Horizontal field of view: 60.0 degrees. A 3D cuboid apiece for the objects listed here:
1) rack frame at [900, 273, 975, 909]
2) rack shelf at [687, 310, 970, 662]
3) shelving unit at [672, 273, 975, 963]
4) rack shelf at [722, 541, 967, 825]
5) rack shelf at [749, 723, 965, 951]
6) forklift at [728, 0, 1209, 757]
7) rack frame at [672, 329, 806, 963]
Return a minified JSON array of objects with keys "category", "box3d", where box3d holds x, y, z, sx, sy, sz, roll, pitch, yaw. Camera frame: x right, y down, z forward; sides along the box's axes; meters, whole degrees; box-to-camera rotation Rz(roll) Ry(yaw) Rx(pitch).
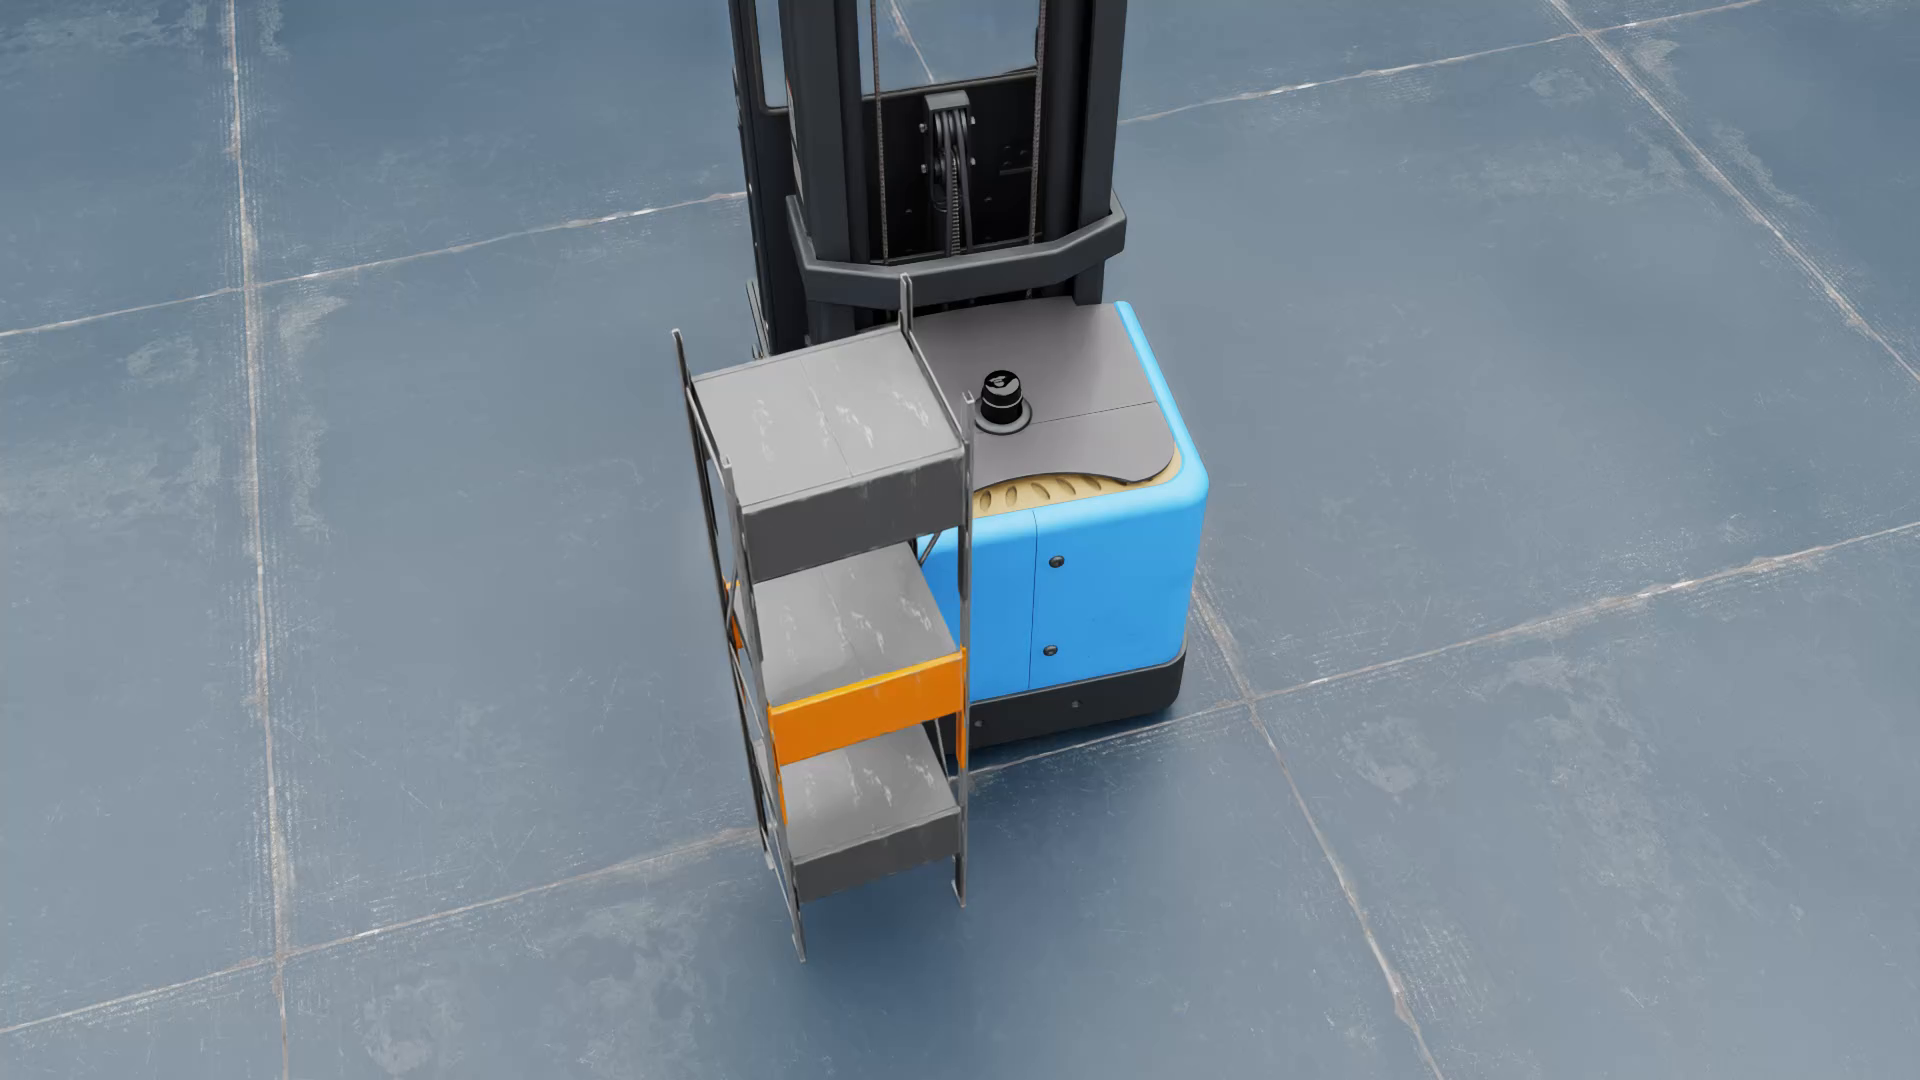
[{"category":"rack frame","box3d":[-0.054,0.258,4.156,0.015,2.100,0.400,-16,52,-13]},{"category":"rack shelf","box3d":[-0.279,-0.114,3.572,0.480,0.518,0.431,-16,52,-13]},{"category":"shelving unit","box3d":[-0.282,0.323,4.100,0.503,2.100,0.431,-16,52,-13]},{"category":"rack shelf","box3d":[-0.282,0.332,4.111,0.480,0.518,0.431,-16,52,-13]},{"category":"rack shelf","box3d":[-0.286,0.778,4.650,0.480,0.518,0.431,-16,52,-13]},{"category":"forklift","box3d":[-0.147,-1.412,5.023,1.130,2.935,3.031,-10,51,-9]},{"category":"rack frame","box3d":[-0.511,0.389,4.045,0.015,2.100,0.400,-16,52,-13]}]
